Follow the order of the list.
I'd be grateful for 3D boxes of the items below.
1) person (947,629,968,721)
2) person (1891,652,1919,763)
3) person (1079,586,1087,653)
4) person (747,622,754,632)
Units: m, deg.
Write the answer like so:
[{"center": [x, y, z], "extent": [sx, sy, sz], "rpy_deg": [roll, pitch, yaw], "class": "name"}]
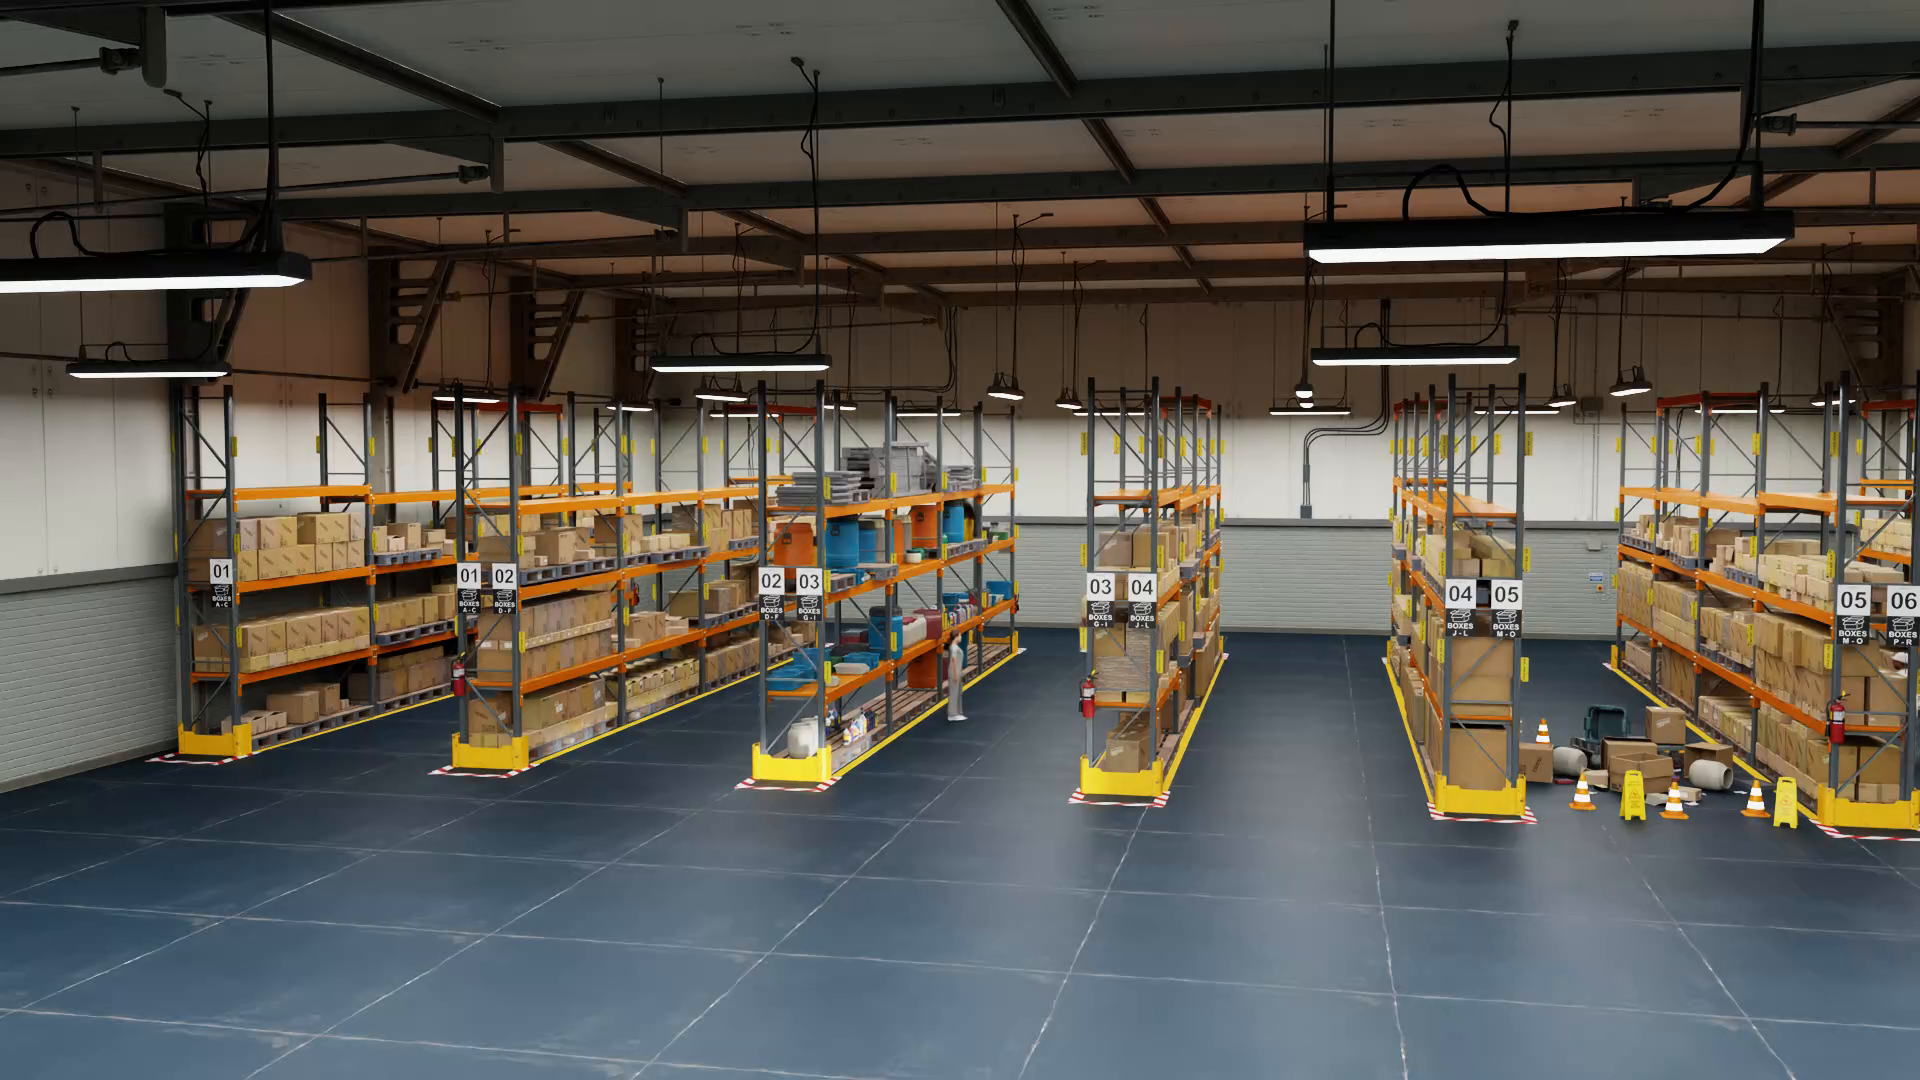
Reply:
[{"center": [-0.050, 2.486, 30.450], "extent": [0.400, 1.713, 0.512], "rpy_deg": [0, 3, 0], "class": "person"}, {"center": [14.957, 2.683, 26.288], "extent": [0.744, 1.802, 0.598], "rpy_deg": [1, 3, 10], "class": "person"}, {"center": [3.100, 1.919, 40.501], "extent": [0.423, 1.713, 0.505], "rpy_deg": [-2, 4, -29], "class": "person"}, {"center": [-5.260, 1.703, 43.025], "extent": [0.665, 1.730, 1.086], "rpy_deg": [0, 3, 5], "class": "person"}]
